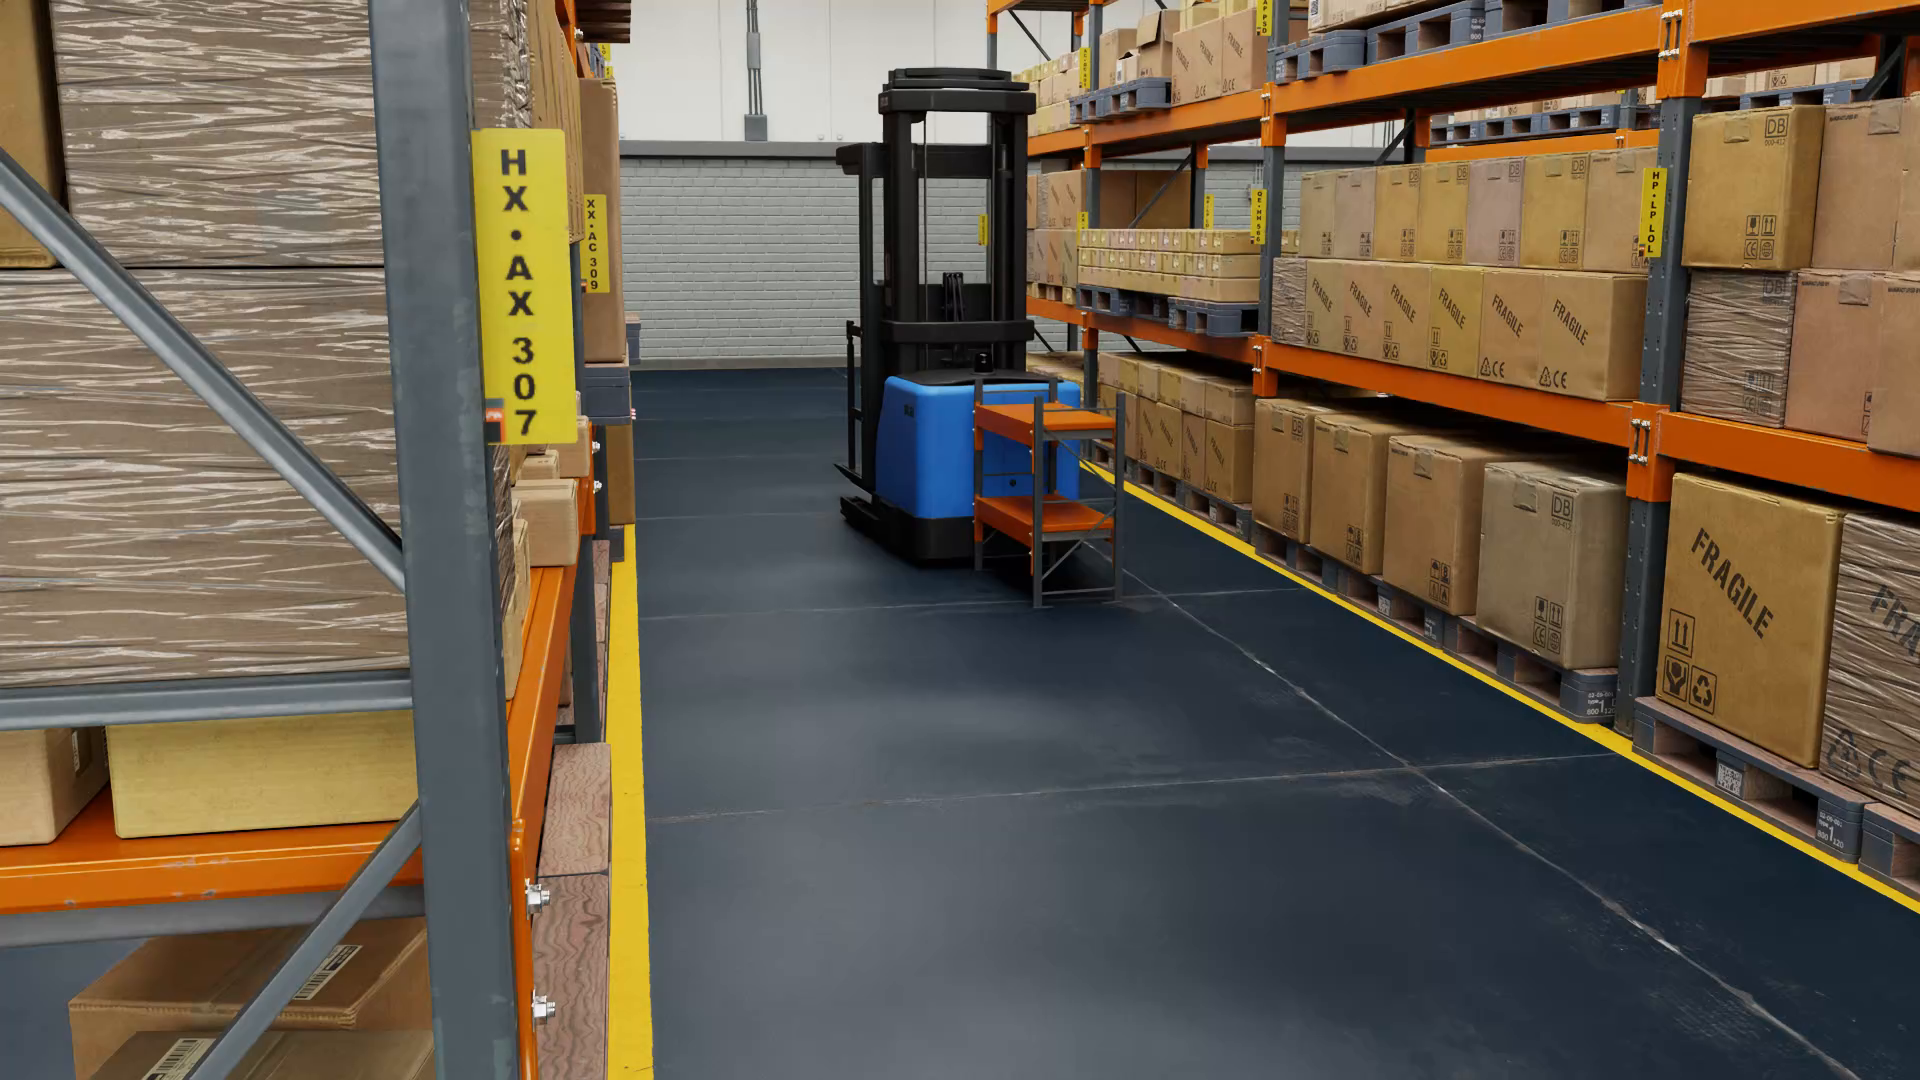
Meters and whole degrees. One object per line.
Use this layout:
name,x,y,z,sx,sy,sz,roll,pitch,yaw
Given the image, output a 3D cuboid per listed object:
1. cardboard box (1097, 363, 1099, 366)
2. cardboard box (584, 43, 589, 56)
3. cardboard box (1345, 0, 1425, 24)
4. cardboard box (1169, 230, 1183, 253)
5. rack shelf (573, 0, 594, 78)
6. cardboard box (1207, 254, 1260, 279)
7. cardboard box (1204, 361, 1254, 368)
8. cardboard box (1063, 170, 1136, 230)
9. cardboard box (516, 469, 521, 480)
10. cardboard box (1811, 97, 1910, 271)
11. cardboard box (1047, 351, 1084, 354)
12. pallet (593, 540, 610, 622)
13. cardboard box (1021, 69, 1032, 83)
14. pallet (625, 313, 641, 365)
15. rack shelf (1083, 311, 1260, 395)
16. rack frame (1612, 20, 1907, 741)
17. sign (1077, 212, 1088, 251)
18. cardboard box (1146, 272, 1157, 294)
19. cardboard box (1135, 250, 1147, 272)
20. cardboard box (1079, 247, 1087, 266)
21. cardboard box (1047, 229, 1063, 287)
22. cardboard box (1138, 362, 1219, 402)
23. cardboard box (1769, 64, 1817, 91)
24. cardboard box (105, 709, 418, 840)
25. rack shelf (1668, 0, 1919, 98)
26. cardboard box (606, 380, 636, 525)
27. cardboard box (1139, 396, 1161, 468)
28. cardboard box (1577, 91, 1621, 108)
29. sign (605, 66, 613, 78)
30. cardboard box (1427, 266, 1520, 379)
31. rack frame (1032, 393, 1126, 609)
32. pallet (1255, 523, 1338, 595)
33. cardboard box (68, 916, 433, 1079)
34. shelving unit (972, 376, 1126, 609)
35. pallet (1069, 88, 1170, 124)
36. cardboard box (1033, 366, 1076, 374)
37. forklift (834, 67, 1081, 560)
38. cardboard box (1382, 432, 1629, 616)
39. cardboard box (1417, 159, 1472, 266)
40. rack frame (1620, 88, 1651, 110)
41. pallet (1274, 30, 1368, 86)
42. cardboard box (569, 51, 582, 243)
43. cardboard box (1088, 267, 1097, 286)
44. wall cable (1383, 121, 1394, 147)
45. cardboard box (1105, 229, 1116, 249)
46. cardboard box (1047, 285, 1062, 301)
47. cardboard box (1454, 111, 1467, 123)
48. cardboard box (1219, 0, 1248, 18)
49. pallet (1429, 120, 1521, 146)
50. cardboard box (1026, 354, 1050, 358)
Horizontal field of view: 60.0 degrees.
cardboard box,1.419,-1.636,16.182,0.380,0.149,0.250,-2,11,-11
cardboard box,-2.008,-2.423,7.785,0.500,0.250,0.500,-2,11,-9
cardboard box,2.362,-2.869,8.736,0.500,0.250,0.500,-2,11,-9
cardboard box,1.641,-2.038,11.338,0.380,0.149,0.250,-2,11,-9
rack shelf,-2.157,-2.038,7.282,1.077,0.370,4.000,-2,11,-11
cardboard box,1.797,-1.749,10.619,0.380,0.149,0.250,-2,11,-10
cardboard box,2.158,-1.208,12.578,0.500,0.250,0.500,-3,11,-14
cardboard box,1.205,-2.943,14.398,0.500,0.500,0.500,-3,11,-13
cardboard box,-1.187,-0.074,3.737,0.380,0.149,0.250,-2,11,-11
cardboard box,3.376,-1.151,5.434,0.875,0.550,0.550,-2,11,-11
cardboard box,1.135,-1.924,17.692,0.380,0.149,0.250,-2,11,-10
pallet,-2.395,0.229,8.930,1.003,0.211,1.213,-2,11,-11
cardboard box,0.794,-4.448,16.017,0.380,0.149,0.250,-2,11,-9
pallet,-2.303,-1.063,8.774,1.213,0.211,1.003,-2,11,-11
rack shelf,1.950,-1.460,12.268,1.077,0.370,4.000,-2,11,-11
rack frame,3.117,-0.713,6.419,1.000,3.000,0.127,-2,11,-11
sign,1.031,-2.584,13.936,0.100,0.325,0.005,-2,11,-11
cardboard box,1.548,-1.838,11.882,0.380,0.149,0.250,-2,11,-9
cardboard box,1.493,-2.033,12.110,0.380,0.149,0.250,-2,11,-12
cardboard box,1.187,-2.320,13.617,0.380,0.149,0.250,-2,11,-10
cardboard box,1.090,-2.549,15.003,0.500,0.500,0.500,-2,11,-13
cardboard box,1.647,-1.190,12.484,0.500,0.250,0.500,-2,11,-9
cardboard box,6.548,-3.687,12.630,0.500,0.500,0.500,-2,11,-10
cardboard box,-0.811,0.245,2.058,0.380,0.149,0.250,-2,11,-11
rack shelf,3.506,-1.466,4.278,1.077,0.370,4.000,-2,11,-11
cardboard box,-2.659,-0.574,10.251,1.225,0.875,0.875,-3,11,-14
cardboard box,1.665,-0.821,12.548,0.500,0.500,0.500,-2,11,-10
cardboard box,5.959,-4.147,15.409,0.396,0.266,0.258,-2,11,-9
sign,-3.567,-4.639,16.866,0.100,0.325,0.005,-2,11,-11
cardboard box,2.557,-1.033,7.835,0.500,0.500,0.500,-2,11,-10
rack frame,0.625,-0.204,8.759,0.500,1.125,0.032,-3,11,-17
pallet,2.419,0.071,9.760,1.003,0.211,1.213,-2,11,-11
cardboard box,-1.245,0.981,3.083,0.500,0.500,0.500,1,11,4
shelving unit,0.475,-0.295,9.236,0.538,1.125,1.048,-3,11,-17
pallet,1.577,-3.444,13.249,1.213,0.211,1.003,-2,11,-11
cardboard box,0.911,-1.570,15.835,0.380,0.149,0.250,-3,11,-13
forklift,-0.184,-1.552,11.014,1.130,2.935,3.031,-3,11,-17
cardboard box,2.724,-0.102,8.101,1.050,0.750,0.750,-2,11,-11
cardboard box,2.718,-1.624,8.262,0.700,0.500,0.500,-2,11,-12
rack frame,6.397,-5.326,14.610,1.000,3.000,0.127,-2,11,-11
pallet,2.517,-2.711,9.400,1.213,0.211,1.003,-2,11,-8
cardboard box,-1.312,-1.073,4.575,0.500,0.500,0.500,-2,11,-11
cardboard box,1.246,-2.123,13.378,0.380,0.149,0.250,-2,11,-10
wall cable,7.715,-7.232,24.525,2.988,3.039,0.133,-2,11,-11
cardboard box,1.340,-2.322,12.833,0.380,0.149,0.250,-2,11,-12
cardboard box,1.018,-2.292,15.387,0.380,0.149,0.250,-3,11,-13
cardboard box,5.795,-4.688,18.294,0.500,0.250,0.500,-3,11,-16
cardboard box,1.891,-3.503,10.743,0.396,0.266,0.258,-2,11,-11
pallet,5.774,-4.406,18.040,1.003,0.211,1.213,-2,11,-11
cardboard box,0.724,-1.857,17.341,0.380,0.149,0.250,-2,11,-10
